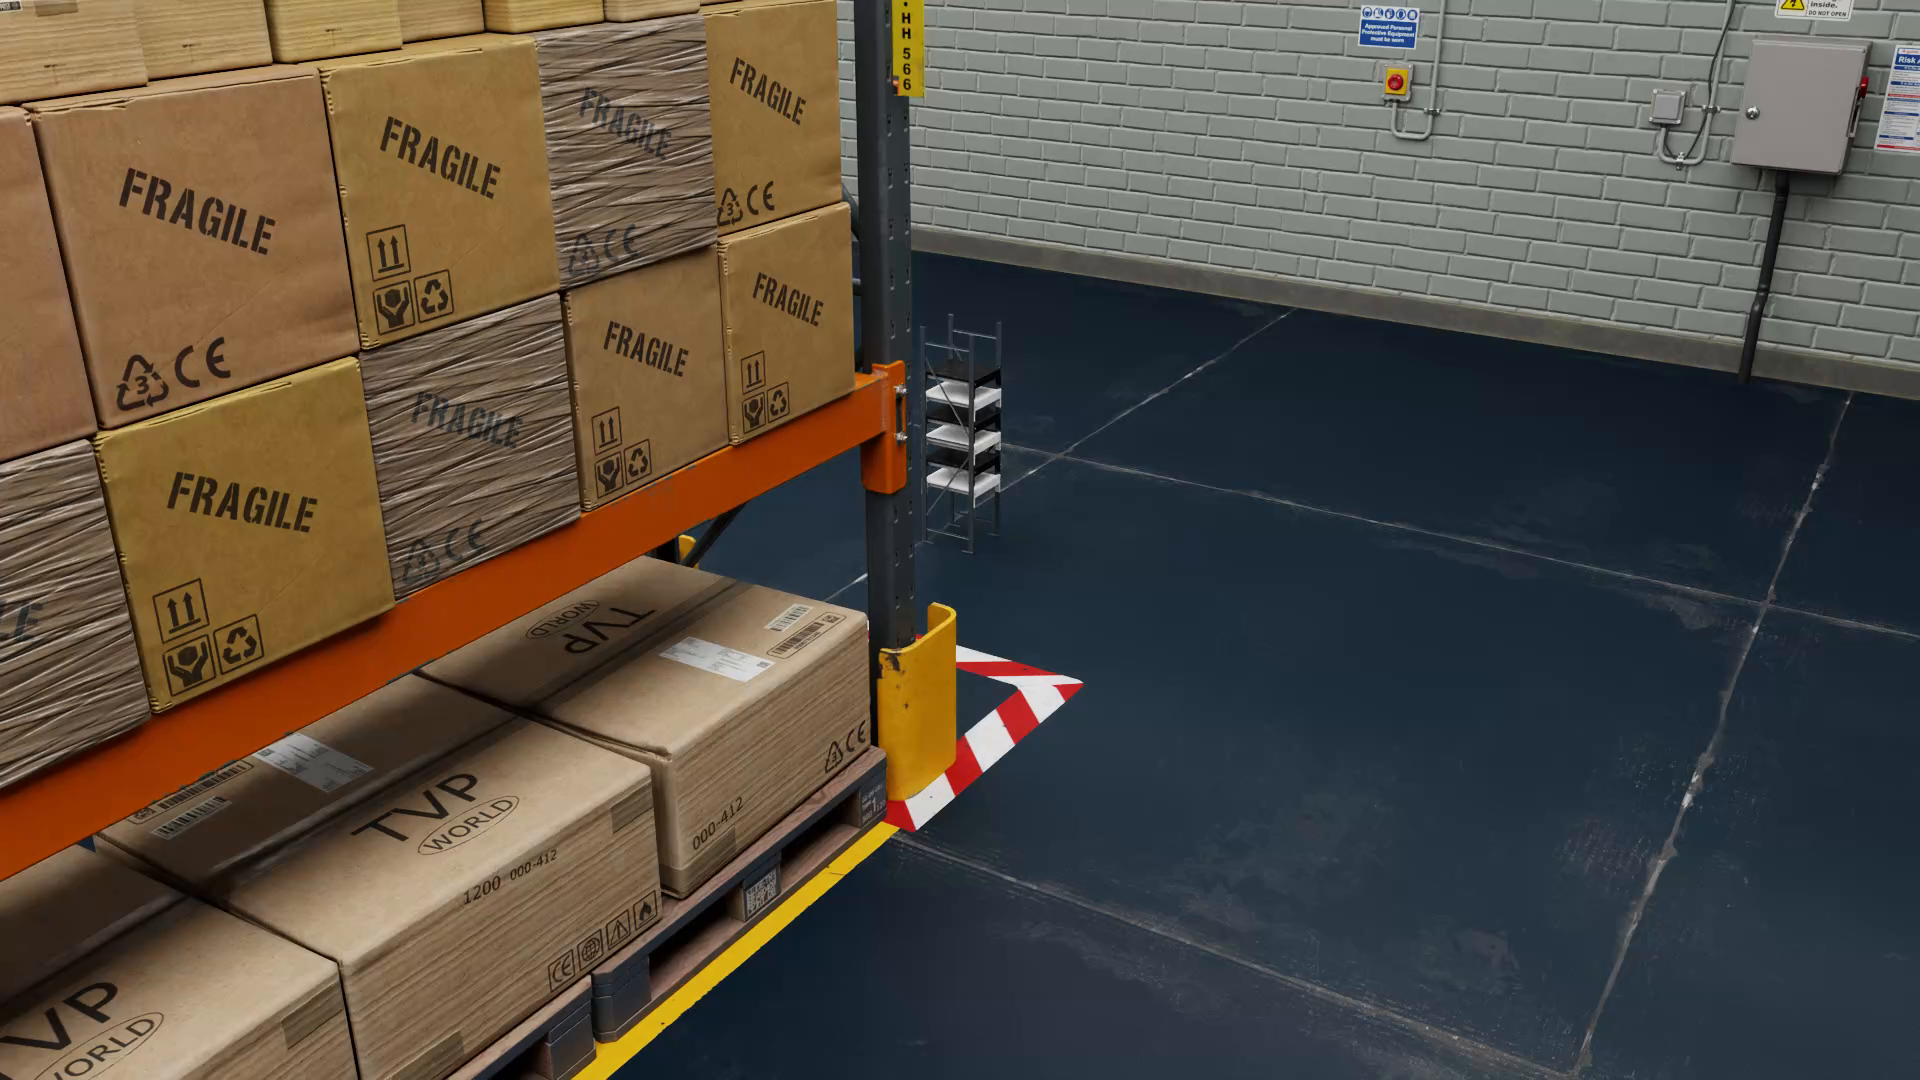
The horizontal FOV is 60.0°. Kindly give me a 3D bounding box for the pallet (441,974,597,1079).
[{"bbox_3d":[-1.586,1.215,3.677,1.003,0.211,1.213,14,27,29],"label":"pallet"}]

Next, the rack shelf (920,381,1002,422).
[{"bbox_3d":[0.004,-0.550,6.519,0.258,0.077,0.200,14,27,29],"label":"rack shelf"}]

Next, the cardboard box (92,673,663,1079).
[{"bbox_3d":[-1.326,0.777,3.877,0.875,0.438,0.875,15,27,30],"label":"cardboard box"}]

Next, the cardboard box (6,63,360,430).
[{"bbox_3d":[-1.420,-0.535,2.826,0.500,0.500,0.500,14,27,29],"label":"cardboard box"}]

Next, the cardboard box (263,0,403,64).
[{"bbox_3d":[-1.232,-0.958,2.986,0.380,0.149,0.250,15,27,30],"label":"cardboard box"}]

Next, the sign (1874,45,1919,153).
[{"bbox_3d":[4.604,-2.102,7.950,0.329,0.494,0.001,14,27,29],"label":"sign"}]

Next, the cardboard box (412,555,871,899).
[{"bbox_3d":[-0.850,0.466,4.595,0.875,0.438,0.875,13,27,27],"label":"cardboard box"}]

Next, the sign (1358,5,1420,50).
[{"bbox_3d":[2.359,-2.824,9.157,0.327,0.218,0.001,14,27,29],"label":"sign"}]

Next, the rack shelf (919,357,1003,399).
[{"bbox_3d":[0.004,-0.633,6.484,0.258,0.077,0.200,14,27,29],"label":"rack shelf"}]

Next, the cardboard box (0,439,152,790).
[{"bbox_3d":[-1.690,0.104,2.608,0.500,0.500,0.500,14,27,29],"label":"cardboard box"}]

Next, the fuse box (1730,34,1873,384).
[{"bbox_3d":[4.075,-1.588,8.265,0.539,1.711,0.414,14,27,29],"label":"fuse box"}]

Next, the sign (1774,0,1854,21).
[{"bbox_3d":[4.138,-2.640,8.033,0.339,0.242,0.001,14,27,29],"label":"sign"}]

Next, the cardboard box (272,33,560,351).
[{"bbox_3d":[-1.153,-0.704,3.217,0.500,0.500,0.500,14,27,29],"label":"cardboard box"}]

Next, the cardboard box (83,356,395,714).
[{"bbox_3d":[-1.418,-0.070,3.009,0.500,0.500,0.500,15,27,30],"label":"cardboard box"}]

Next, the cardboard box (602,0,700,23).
[{"bbox_3d":[-0.784,-1.205,3.556,0.380,0.149,0.250,14,27,28],"label":"cardboard box"}]

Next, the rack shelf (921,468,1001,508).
[{"bbox_3d":[0.004,-0.220,6.662,0.258,0.077,0.200,14,27,29],"label":"rack shelf"}]

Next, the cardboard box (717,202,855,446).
[{"bbox_3d":[-0.616,-0.589,4.208,0.500,0.500,0.500,14,27,29],"label":"cardboard box"}]

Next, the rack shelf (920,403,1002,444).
[{"bbox_3d":[0.004,-0.468,6.555,0.258,0.077,0.200,14,27,29],"label":"rack shelf"}]

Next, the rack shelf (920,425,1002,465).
[{"bbox_3d":[0.004,-0.385,6.591,0.258,0.077,0.200,14,27,29],"label":"rack shelf"}]

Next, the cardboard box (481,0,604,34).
[{"bbox_3d":[-0.952,-1.128,3.380,0.380,0.149,0.250,15,27,30],"label":"cardboard box"}]

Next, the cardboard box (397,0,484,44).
[{"bbox_3d":[-1.150,-1.055,3.210,0.380,0.149,0.250,14,27,28],"label":"cardboard box"}]

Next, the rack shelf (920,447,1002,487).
[{"bbox_3d":[0.004,-0.303,6.627,0.258,0.077,0.200,14,27,29],"label":"rack shelf"}]

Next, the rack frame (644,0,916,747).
[{"bbox_3d":[-0.587,-0.761,4.732,1.000,3.000,0.127,14,27,29],"label":"rack frame"}]

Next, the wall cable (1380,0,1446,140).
[{"bbox_3d":[2.368,-3.150,8.931,0.585,1.953,0.123,14,27,29],"label":"wall cable"}]

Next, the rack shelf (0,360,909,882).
[{"bbox_3d":[-1.642,0.244,3.316,1.077,0.370,4.000,14,27,29],"label":"rack shelf"}]

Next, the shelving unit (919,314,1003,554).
[{"bbox_3d":[0.004,-0.416,6.578,0.258,0.900,0.210,14,27,29],"label":"shelving unit"}]

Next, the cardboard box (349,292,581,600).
[{"bbox_3d":[-1.157,-0.247,3.418,0.500,0.500,0.500,15,27,30],"label":"cardboard box"}]

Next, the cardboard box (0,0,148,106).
[{"bbox_3d":[-1.490,-0.776,2.565,0.380,0.149,0.250,14,27,29],"label":"cardboard box"}]

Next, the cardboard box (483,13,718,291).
[{"bbox_3d":[-0.890,-0.870,3.601,0.500,0.500,0.500,14,27,29],"label":"cardboard box"}]

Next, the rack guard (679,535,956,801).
[{"bbox_3d":[-0.574,0.378,5.247,1.175,0.500,0.348,14,27,29],"label":"rack guard"}]

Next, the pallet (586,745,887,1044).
[{"bbox_3d":[-0.942,0.805,4.625,1.003,0.211,1.213,14,27,29],"label":"pallet"}]

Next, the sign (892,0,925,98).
[{"bbox_3d":[-0.133,-1.283,4.181,0.100,0.325,0.005,14,27,29],"label":"sign"}]

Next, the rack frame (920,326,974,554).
[{"bbox_3d":[-0.049,-0.381,6.498,0.240,0.900,0.006,14,27,29],"label":"rack frame"}]

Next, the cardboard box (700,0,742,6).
[{"bbox_3d":[-0.719,-1.310,3.798,0.380,0.149,0.250,14,27,30],"label":"cardboard box"}]

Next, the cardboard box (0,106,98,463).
[{"bbox_3d":[-1.688,-0.365,2.434,0.500,0.500,0.500,14,27,30],"label":"cardboard box"}]

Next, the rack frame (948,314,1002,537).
[{"bbox_3d":[0.058,-0.450,6.657,0.240,0.900,0.006,14,27,29],"label":"rack frame"}]

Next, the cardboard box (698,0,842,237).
[{"bbox_3d":[-0.639,-1.053,4.022,0.500,0.500,0.500,15,28,31],"label":"cardboard box"}]

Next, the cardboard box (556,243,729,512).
[{"bbox_3d":[-0.894,-0.422,3.824,0.500,0.500,0.500,13,27,28],"label":"cardboard box"}]

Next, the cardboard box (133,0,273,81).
[{"bbox_3d":[-1.387,-0.873,2.791,0.380,0.149,0.250,15,27,31],"label":"cardboard box"}]

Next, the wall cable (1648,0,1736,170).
[{"bbox_3d":[3.579,-2.842,8.260,0.588,1.984,0.122,14,27,29],"label":"wall cable"}]

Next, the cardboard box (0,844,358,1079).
[{"bbox_3d":[-1.803,1.081,3.175,0.875,0.438,0.875,13,27,27],"label":"cardboard box"}]
